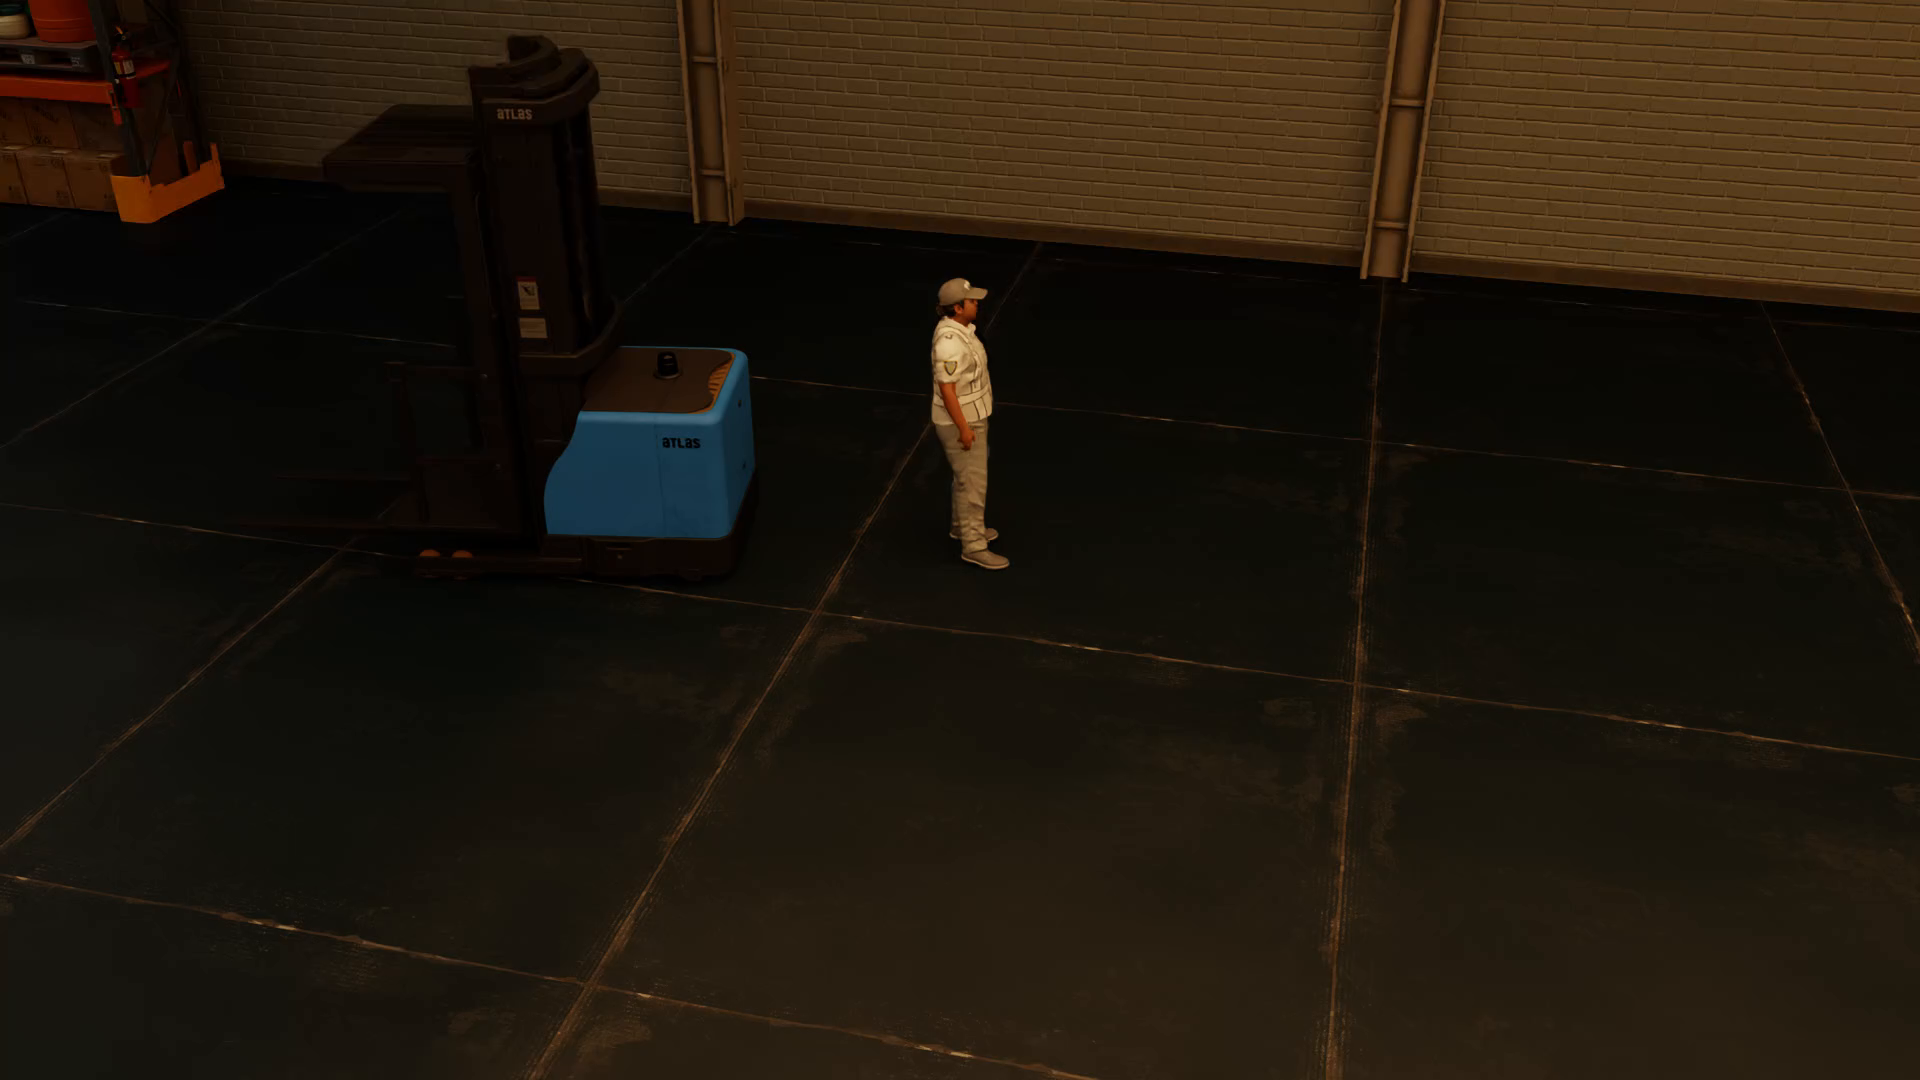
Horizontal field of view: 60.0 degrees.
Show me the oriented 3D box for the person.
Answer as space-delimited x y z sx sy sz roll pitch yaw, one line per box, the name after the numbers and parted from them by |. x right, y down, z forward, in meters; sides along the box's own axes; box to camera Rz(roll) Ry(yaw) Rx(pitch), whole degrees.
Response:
0.073 -0.707 9.707 0.486 1.669 0.641 2 30 4 | person

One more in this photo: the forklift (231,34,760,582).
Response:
-2.797 -1.302 9.469 3.031 2.935 1.130 2 30 3 | forklift
